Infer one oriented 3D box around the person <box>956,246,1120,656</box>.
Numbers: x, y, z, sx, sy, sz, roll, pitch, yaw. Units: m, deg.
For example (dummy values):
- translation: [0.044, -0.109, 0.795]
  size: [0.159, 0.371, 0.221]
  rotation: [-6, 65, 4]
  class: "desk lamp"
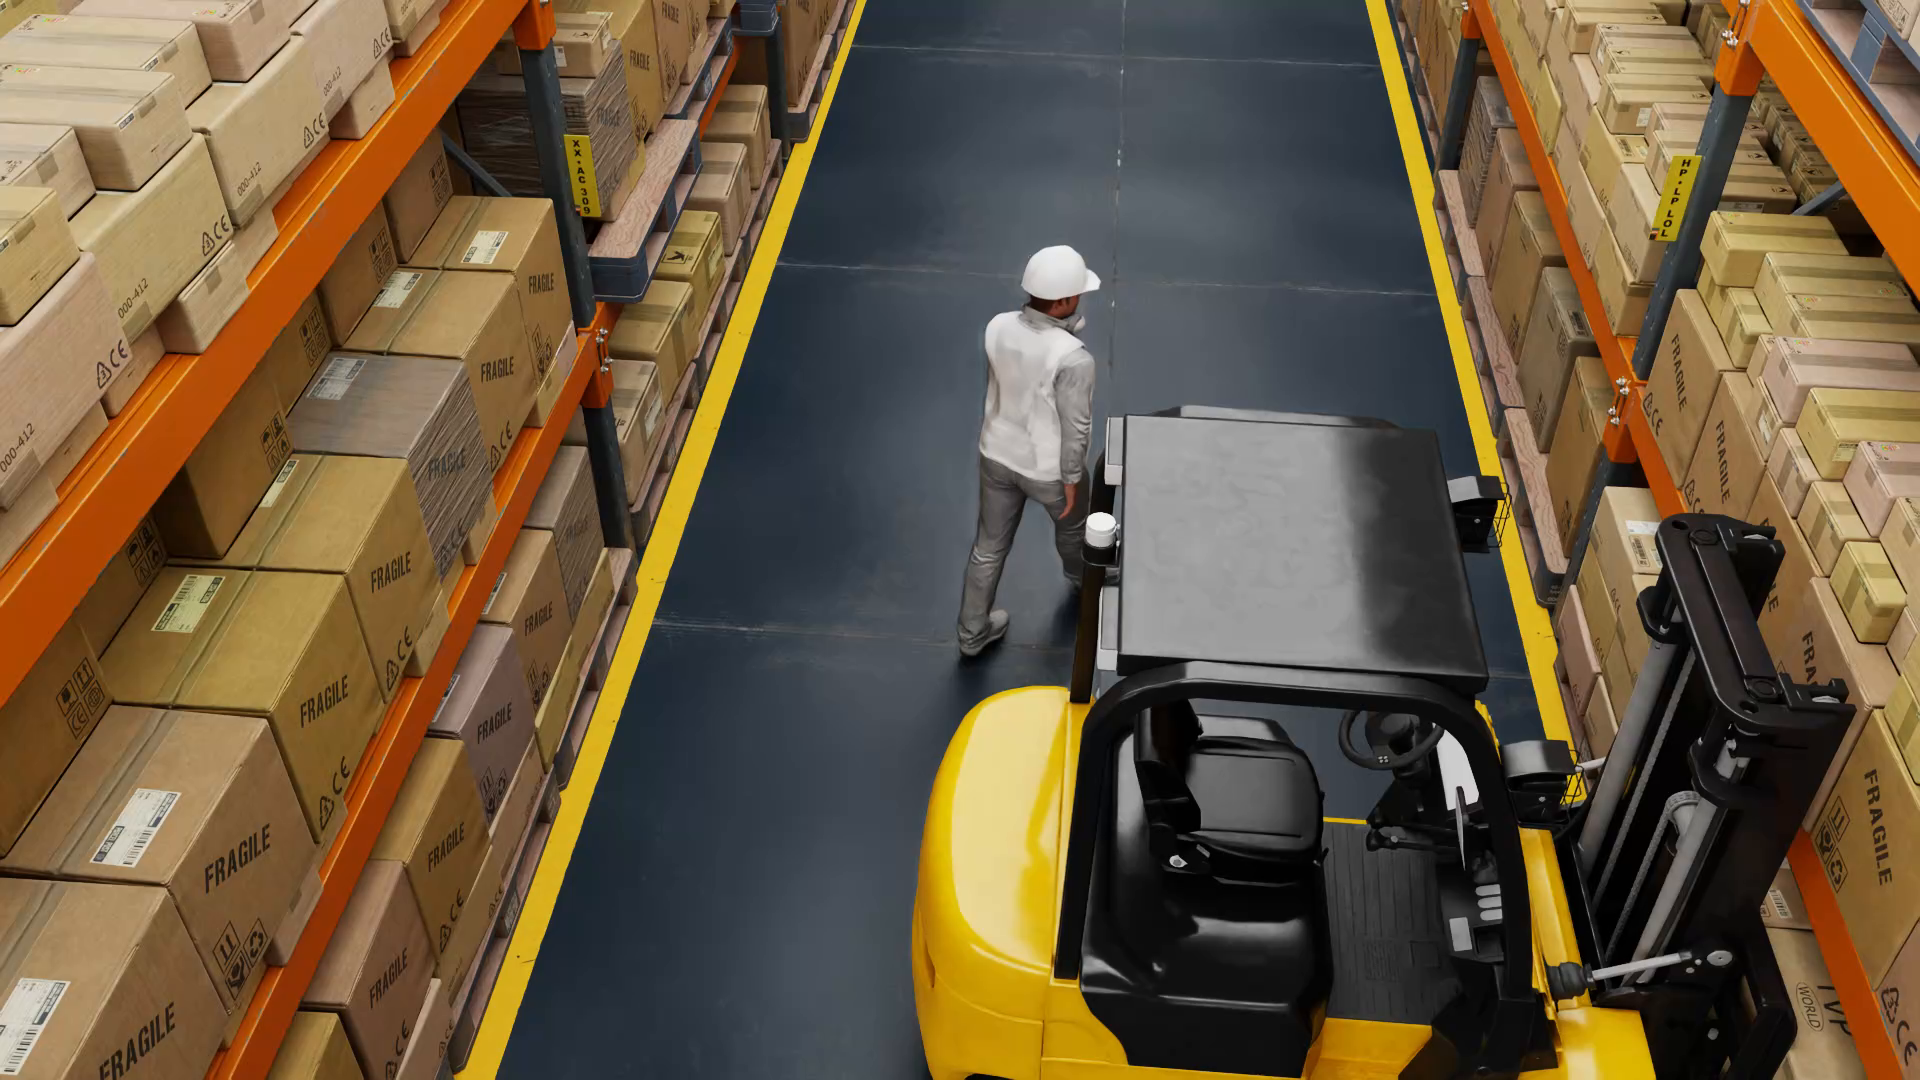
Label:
- translation: [0.331, -0.385, 6.583]
  size: [0.552, 1.722, 0.948]
  rotation: [25, 46, 27]
  class: "person"
